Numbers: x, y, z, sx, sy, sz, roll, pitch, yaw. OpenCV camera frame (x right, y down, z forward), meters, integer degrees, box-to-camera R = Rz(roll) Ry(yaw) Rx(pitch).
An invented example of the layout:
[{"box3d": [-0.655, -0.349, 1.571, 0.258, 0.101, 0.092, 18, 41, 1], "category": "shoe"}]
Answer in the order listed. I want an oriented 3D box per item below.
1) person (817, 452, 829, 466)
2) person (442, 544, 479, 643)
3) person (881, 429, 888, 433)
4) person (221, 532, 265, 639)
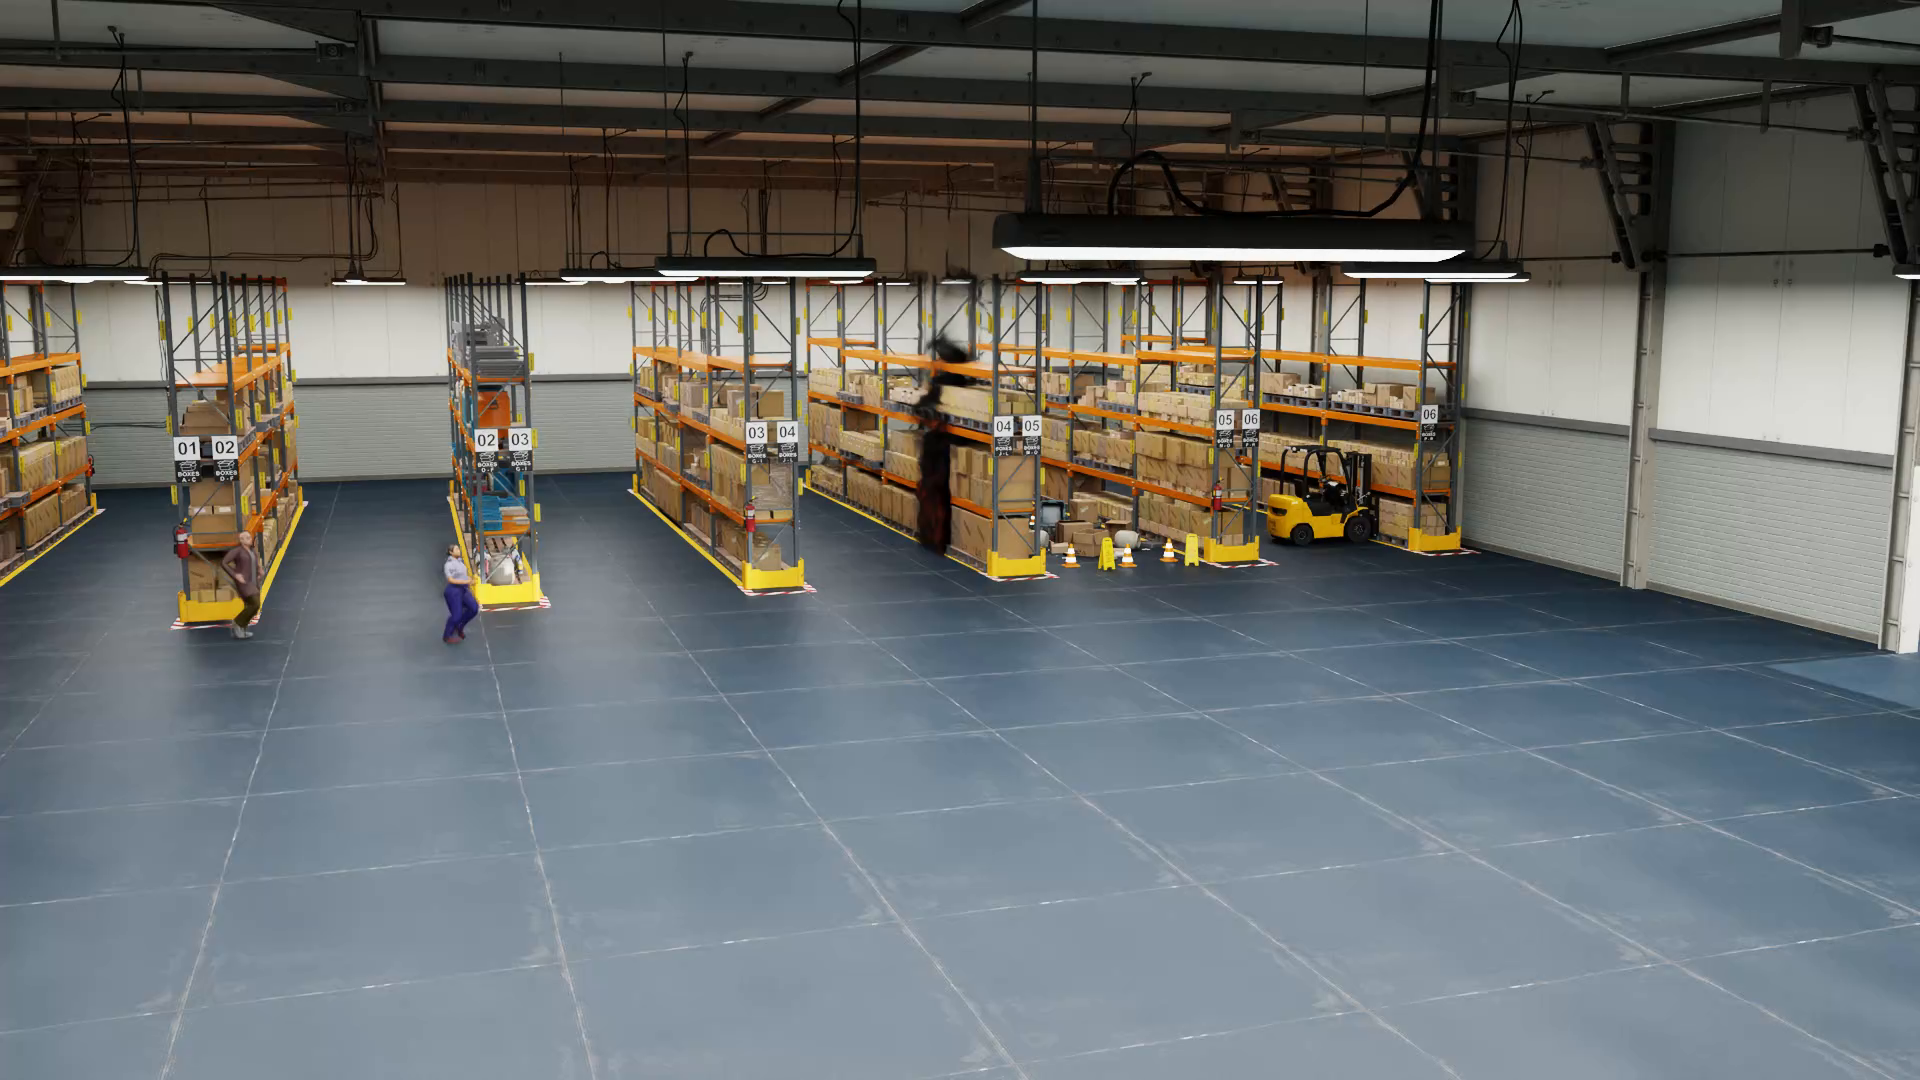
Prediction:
[{"box3d": [-4.058, -2.564, 49.618, 0.929, 1.611, 0.584, -3, 9, -18], "category": "person"}, {"box3d": [-8.130, 0.857, 27.047, 0.609, 1.616, 0.626, 1, 9, 8], "category": "person"}, {"box3d": [-2.181, -2.358, 48.208, 0.595, 1.692, 0.753, -5, 10, -28], "category": "person"}, {"box3d": [-11.741, 0.776, 27.412, 0.585, 1.662, 0.742, 2, 9, 10], "category": "person"}]
